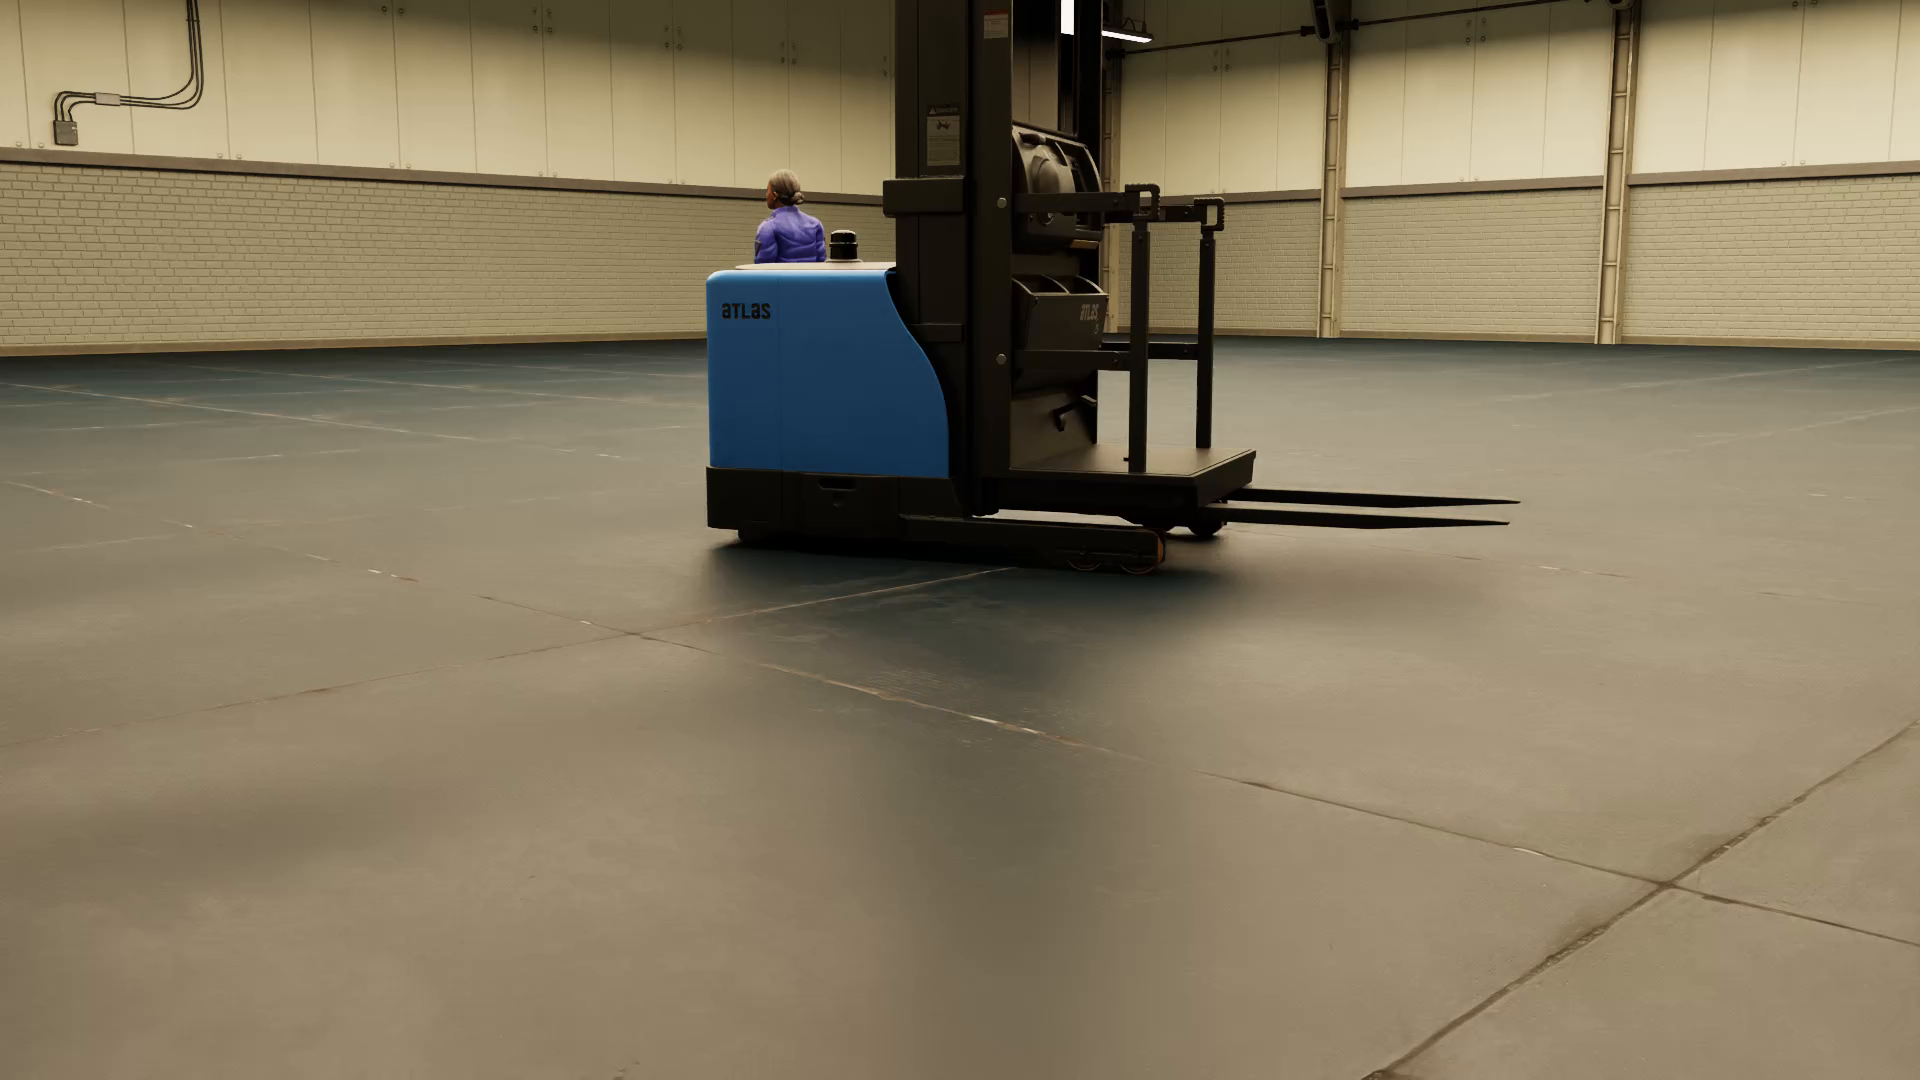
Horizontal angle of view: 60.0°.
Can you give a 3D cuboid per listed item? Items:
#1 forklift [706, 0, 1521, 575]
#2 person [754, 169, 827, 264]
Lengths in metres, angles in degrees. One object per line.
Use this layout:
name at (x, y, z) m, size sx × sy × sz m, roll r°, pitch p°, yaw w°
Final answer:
forklift at (0.565, -1.416, 6.275) m, size 3.031 × 2.935 × 1.130 m, roll 3°, pitch 9°, yaw 22°
person at (-1.030, -1.266, 9.520) m, size 0.569 × 1.656 × 0.503 m, roll -8°, pitch 12°, yaw -42°
